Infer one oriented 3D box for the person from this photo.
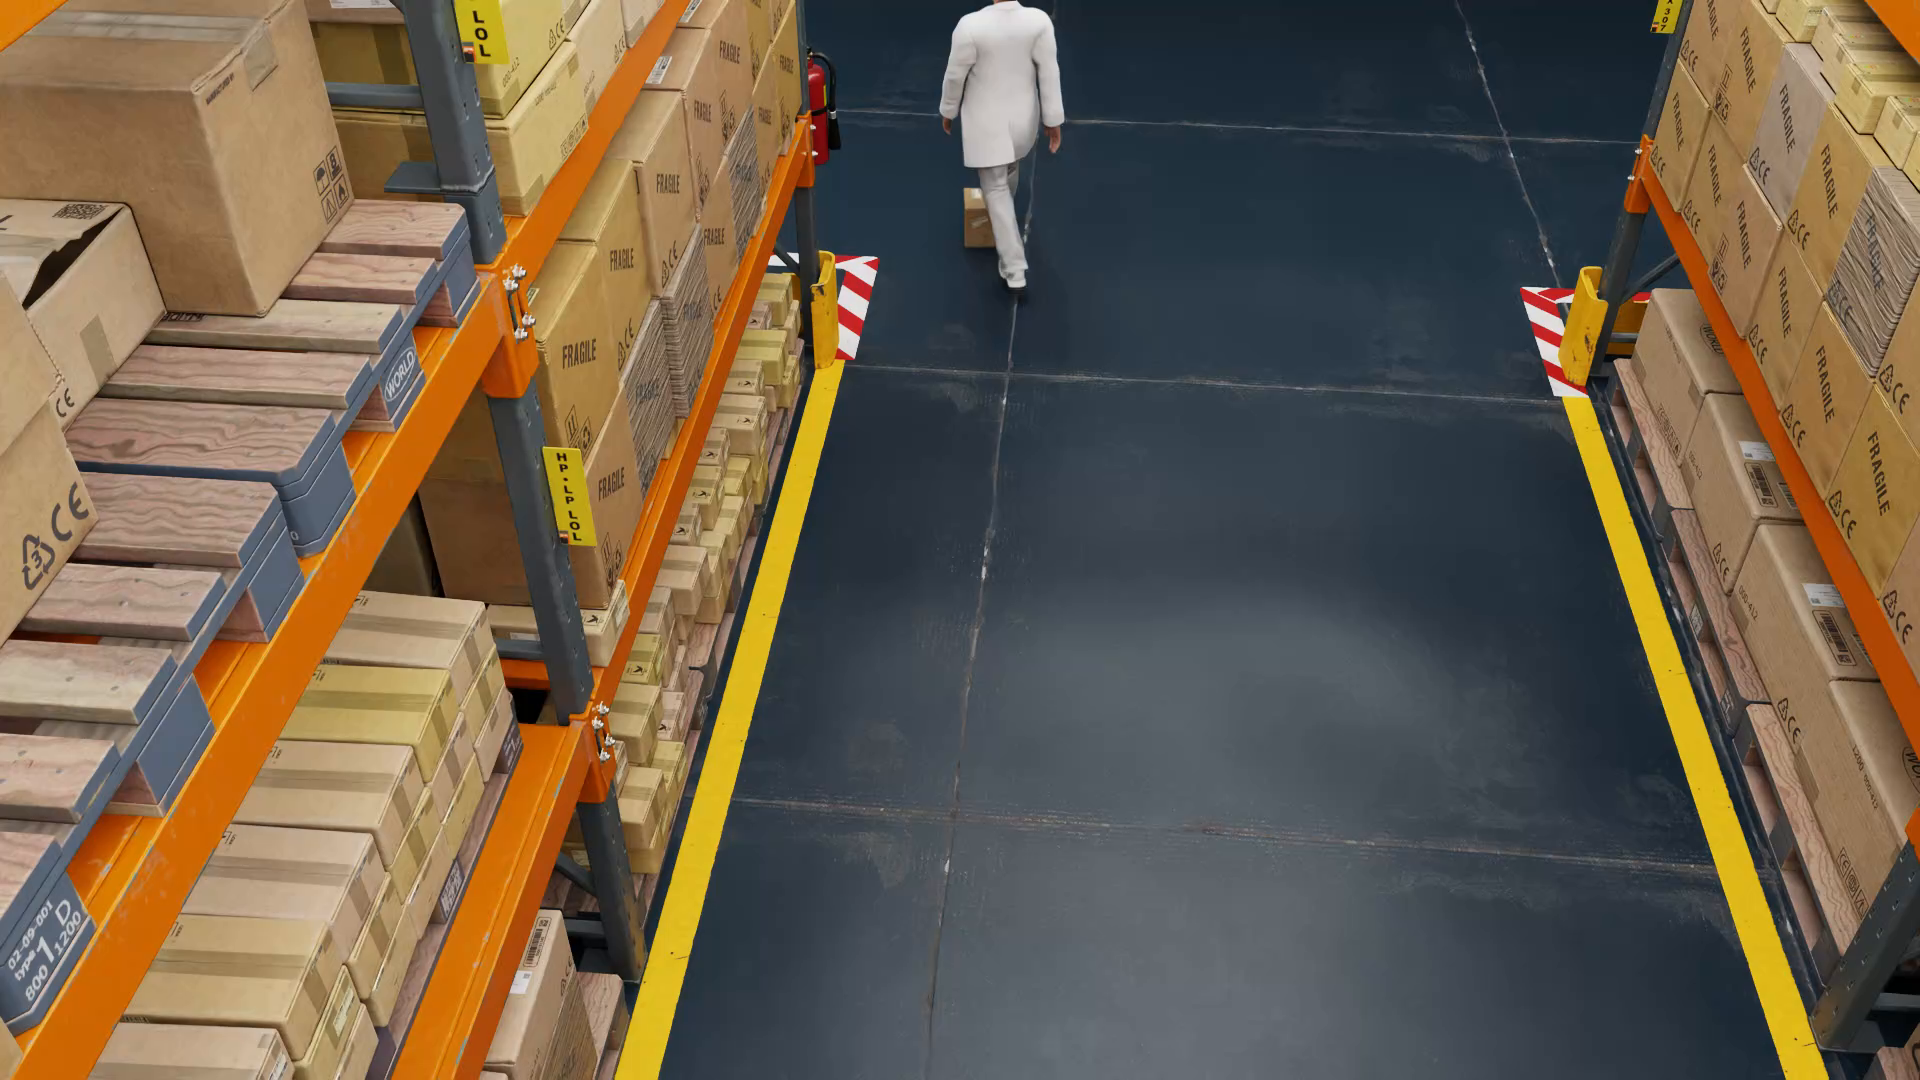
[{"bbox_3d":[0.202,-2.313,8.970,0.626,1.732,1.068,-11,41,-13],"label":"person"}]
